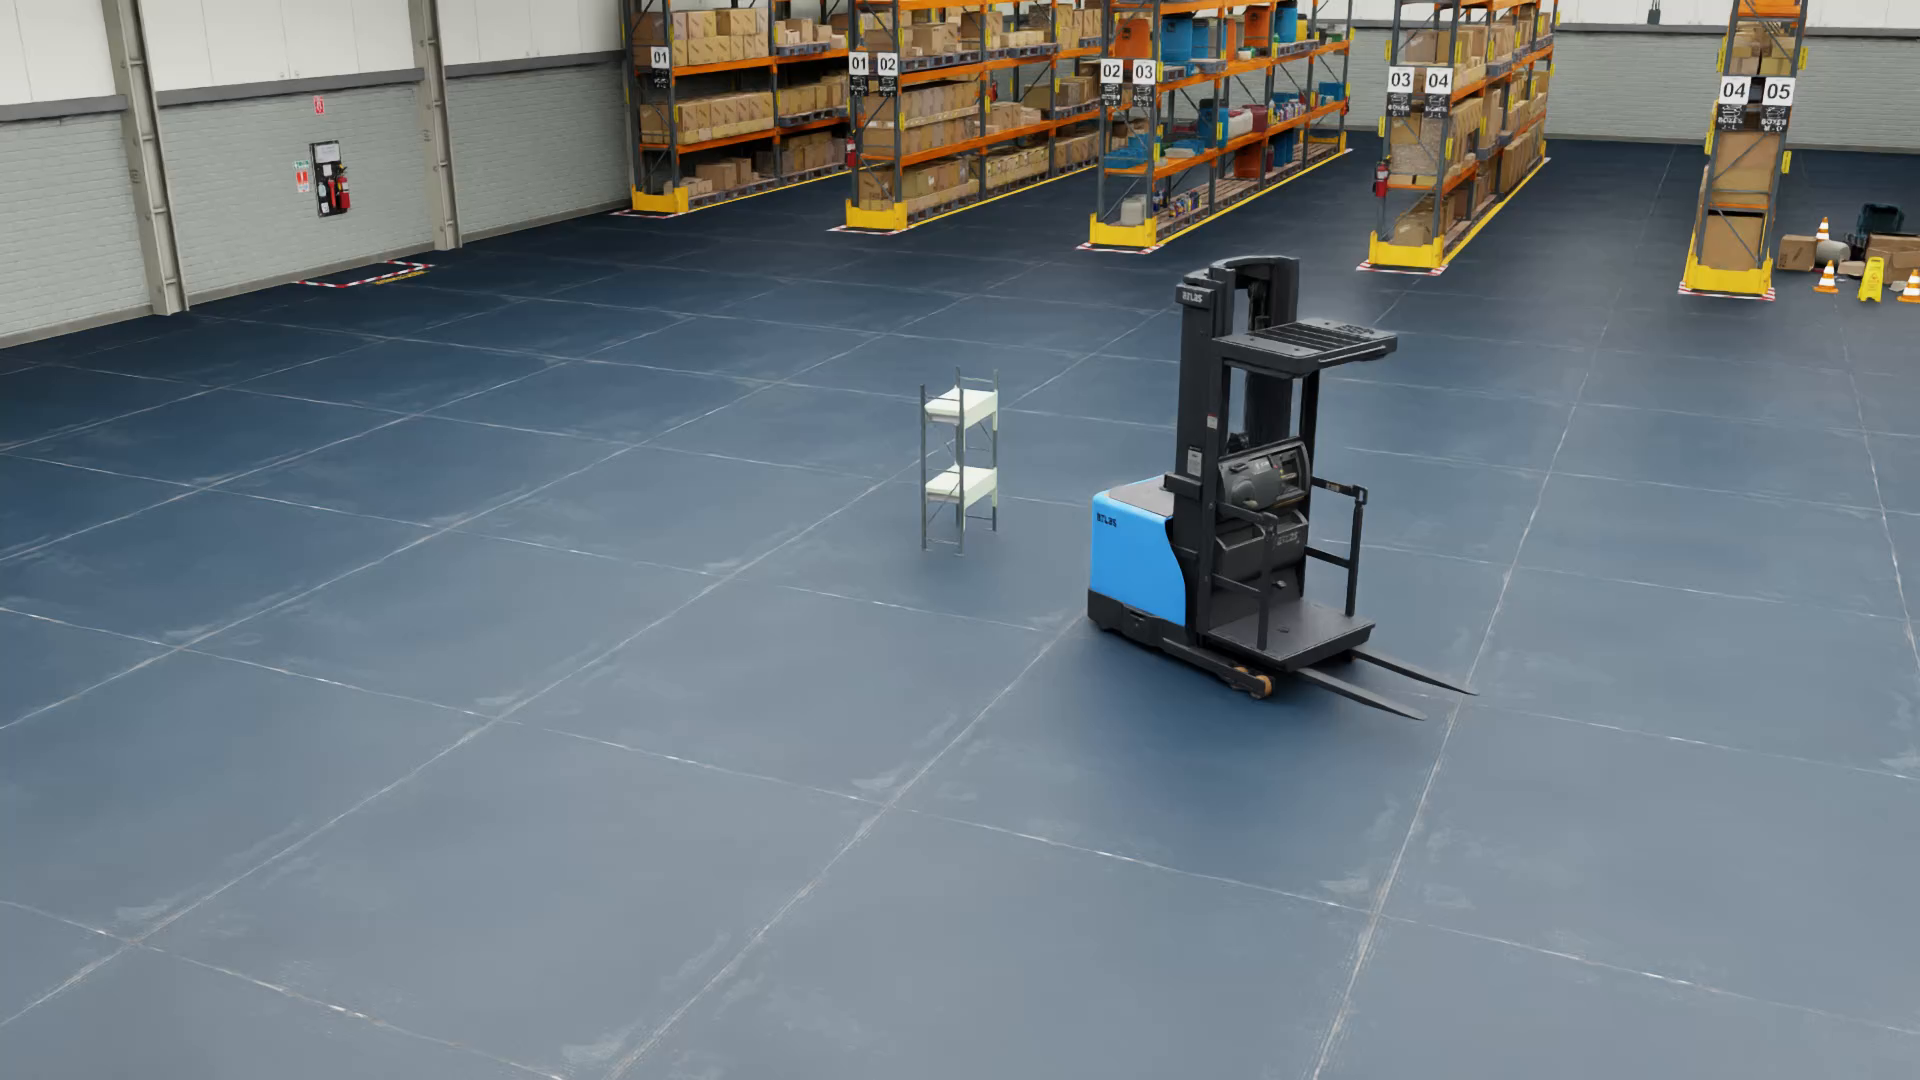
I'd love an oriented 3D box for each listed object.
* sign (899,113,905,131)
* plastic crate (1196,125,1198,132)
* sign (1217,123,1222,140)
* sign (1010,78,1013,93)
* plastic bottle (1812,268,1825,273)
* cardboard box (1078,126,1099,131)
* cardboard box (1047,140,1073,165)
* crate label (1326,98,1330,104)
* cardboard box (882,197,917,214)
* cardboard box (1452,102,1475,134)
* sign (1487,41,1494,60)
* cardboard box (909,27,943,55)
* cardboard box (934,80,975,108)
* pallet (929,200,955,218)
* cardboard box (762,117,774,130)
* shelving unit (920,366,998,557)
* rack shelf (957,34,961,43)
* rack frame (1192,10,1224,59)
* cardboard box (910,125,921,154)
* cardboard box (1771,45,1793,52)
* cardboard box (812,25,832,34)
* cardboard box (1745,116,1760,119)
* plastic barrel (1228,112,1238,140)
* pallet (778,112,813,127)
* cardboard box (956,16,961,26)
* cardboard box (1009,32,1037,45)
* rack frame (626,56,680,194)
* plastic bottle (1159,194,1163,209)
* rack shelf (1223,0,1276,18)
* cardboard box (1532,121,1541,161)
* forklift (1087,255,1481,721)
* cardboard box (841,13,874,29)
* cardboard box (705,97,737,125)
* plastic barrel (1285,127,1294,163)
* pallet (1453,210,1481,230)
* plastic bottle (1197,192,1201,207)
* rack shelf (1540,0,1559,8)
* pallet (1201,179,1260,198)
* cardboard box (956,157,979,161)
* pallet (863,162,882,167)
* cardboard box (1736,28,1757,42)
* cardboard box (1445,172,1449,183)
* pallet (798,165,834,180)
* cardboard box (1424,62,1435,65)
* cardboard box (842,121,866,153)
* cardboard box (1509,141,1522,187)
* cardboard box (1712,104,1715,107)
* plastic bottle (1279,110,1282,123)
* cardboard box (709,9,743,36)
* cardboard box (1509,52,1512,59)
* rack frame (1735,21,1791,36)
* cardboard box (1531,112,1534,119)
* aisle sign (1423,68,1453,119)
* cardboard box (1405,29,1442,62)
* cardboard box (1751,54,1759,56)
[{"bbox_3d":[-1.077,-7.765,30.868,0.100,0.325,0.005,9,21,23],"label":"sign"},{"bbox_3d":[4.743,-8.312,33.841,0.392,0.384,0.575,9,21,23],"label":"plastic crate"},{"bbox_3d":[5.072,-7.991,32.502,0.100,0.325,0.005,9,21,23],"label":"sign"},{"bbox_3d":[1.196,-10.423,38.143,0.100,0.325,0.005,9,21,23],"label":"sign"},{"bbox_3d":[14.138,-4.418,27.254,0.283,0.061,0.133,1,20,4],"label":"plastic bottle"},{"bbox_3d":[3.308,-10.308,42.505,0.500,0.500,0.500,9,21,23],"label":"cardboard box"},{"bbox_3d":[2.352,-9.133,39.201,0.500,0.500,0.500,8,21,21],"label":"cardboard box"},{"bbox_3d":[9.096,-11.062,41.856,0.396,0.136,0.243,9,21,23],"label":"crate label"},{"bbox_3d":[-1.158,-6.433,32.011,0.500,0.250,0.500,9,21,23],"label":"cardboard box"},{"bbox_3d":[8.751,-7.437,29.272,0.500,0.500,0.500,9,21,23],"label":"cardboard box"},{"bbox_3d":[9.591,-8.845,30.067,0.100,0.325,0.005,9,21,23],"label":"sign"},{"bbox_3d":[-0.651,-9.592,31.955,0.500,0.500,0.500,9,21,23],"label":"cardboard box"},{"bbox_3d":[-0.119,-9.142,34.066,0.700,0.500,0.500,9,21,23],"label":"cardboard box"},{"bbox_3d":[-0.805,-6.695,33.432,1.003,0.211,1.213,9,21,23],"label":"pallet"},{"bbox_3d":[-4.381,-9.051,36.090,0.500,0.250,0.500,9,21,23],"label":"cardboard box"},{"bbox_3d":[-0.003,-0.705,14.665,0.431,1.500,0.755,9,21,23],"label":"shelving unit"},{"bbox_3d":[-0.369,-13.430,44.806,1.077,0.370,4.000,9,21,23],"label":"rack shelf"},{"bbox_3d":[4.575,-10.766,31.765,1.000,3.000,0.127,9,21,23],"label":"rack frame"},{"bbox_3d":[-1.167,-7.747,32.079,0.700,0.500,0.500,9,22,24],"label":"cardboard box"},{"bbox_3d":[12.574,-7.454,25.338,0.380,0.149,0.250,8,21,22],"label":"cardboard box"},{"bbox_3d":[-3.330,-11.803,38.978,0.500,0.500,0.500,9,21,23],"label":"cardboard box"},{"bbox_3d":[12.929,-6.689,27.420,0.875,0.550,0.550,9,21,23],"label":"cardboard box"},{"bbox_3d":[5.467,-8.490,34.116,0.433,0.535,0.433,0,20,0],"label":"plastic barrel"},{"bbox_3d":[-4.018,-9.422,37.225,1.003,0.211,1.213,9,21,23],"label":"pallet"},{"bbox_3d":[-0.239,-13.819,44.273,0.500,0.250,0.500,8,21,21],"label":"cardboard box"},{"bbox_3d":[1.363,-11.074,36.705,0.500,0.250,0.500,9,22,24],"label":"cardboard box"},{"bbox_3d":[-6.102,-8.076,33.154,1.000,3.000,0.127,9,21,23],"label":"rack frame"},{"bbox_3d":[3.916,-6.610,32.448,0.097,0.271,0.097,0,20,0],"label":"plastic bottle"},{"bbox_3d":[5.394,-10.850,33.671,1.077,0.370,4.000,9,21,23],"label":"rack shelf"},{"bbox_3d":[13.446,-9.640,40.096,0.875,0.875,0.875,9,21,23],"label":"cardboard box"},{"bbox_3d":[2.328,-0.447,11.806,1.130,2.935,3.031,-16,25,-37],"label":"forklift"},{"bbox_3d":[-2.510,-12.514,40.352,0.700,0.500,0.500,7,21,20],"label":"cardboard box"},{"bbox_3d":[-5.003,-8.939,34.655,0.500,0.500,0.500,9,22,24],"label":"cardboard box"},{"bbox_3d":[7.612,-9.430,39.467,0.600,0.901,0.708,9,21,23],"label":"plastic barrel"},{"bbox_3d":[9.411,-6.184,31.996,1.003,0.211,1.213,9,21,23],"label":"pallet"},{"bbox_3d":[4.679,-6.675,32.611,0.061,0.283,0.133,10,22,25],"label":"plastic bottle"},{"bbox_3d":[13.188,-12.616,38.637,1.077,0.370,4.000,9,21,23],"label":"rack shelf"},{"bbox_3d":[5.860,-7.617,36.025,1.003,0.211,1.213,9,21,23],"label":"pallet"},{"bbox_3d":[0.169,-8.110,35.889,0.500,0.311,0.500,9,22,24],"label":"cardboard box"},{"bbox_3d":[-2.434,-9.438,41.146,1.003,0.211,1.213,9,21,23],"label":"pallet"},{"bbox_3d":[15.144,-9.751,32.097,0.396,0.266,0.258,9,21,23],"label":"cardboard box"},{"bbox_3d":[8.025,-6.121,28.032,0.380,0.149,0.250,9,21,23],"label":"cardboard box"},{"bbox_3d":[-3.648,-8.597,38.782,1.003,0.211,1.213,9,21,23],"label":"pallet"},{"bbox_3d":[7.806,-7.996,28.081,0.380,0.149,0.250,9,21,23],"label":"cardboard box"},{"bbox_3d":[-2.405,-9.913,40.902,0.750,0.750,0.750,8,21,22],"label":"cardboard box"},{"bbox_3d":[11.405,-8.159,35.931,1.225,0.875,0.875,9,21,23],"label":"cardboard box"},{"bbox_3d":[15.743,-8.901,34.334,0.380,0.149,0.250,9,22,25],"label":"cardboard box"},{"bbox_3d":[7.200,-9.542,37.451,0.061,0.283,0.133,9,21,23],"label":"plastic bottle"},{"bbox_3d":[-4.841,-10.719,34.439,0.500,0.500,0.500,8,21,21],"label":"cardboard box"},{"bbox_3d":[10.760,-9.646,33.316,0.500,0.250,0.500,9,21,23],"label":"cardboard box"},{"bbox_3d":[15.215,-10.598,31.291,1.000,3.000,0.127,9,21,23],"label":"rack frame"},{"bbox_3d":[13.009,-9.793,38.356,0.380,0.149,0.250,9,22,24],"label":"cardboard box"},{"bbox_3d":[7.704,-7.202,26.816,0.394,0.787,0.004,9,21,23],"label":"aisle sign"},{"bbox_3d":[7.859,-8.382,28.198,0.500,0.500,0.500,9,21,23],"label":"cardboard box"},{"bbox_3d":[12.090,-7.394,25.764,0.500,0.250,0.500,9,21,23],"label":"cardboard box"}]
